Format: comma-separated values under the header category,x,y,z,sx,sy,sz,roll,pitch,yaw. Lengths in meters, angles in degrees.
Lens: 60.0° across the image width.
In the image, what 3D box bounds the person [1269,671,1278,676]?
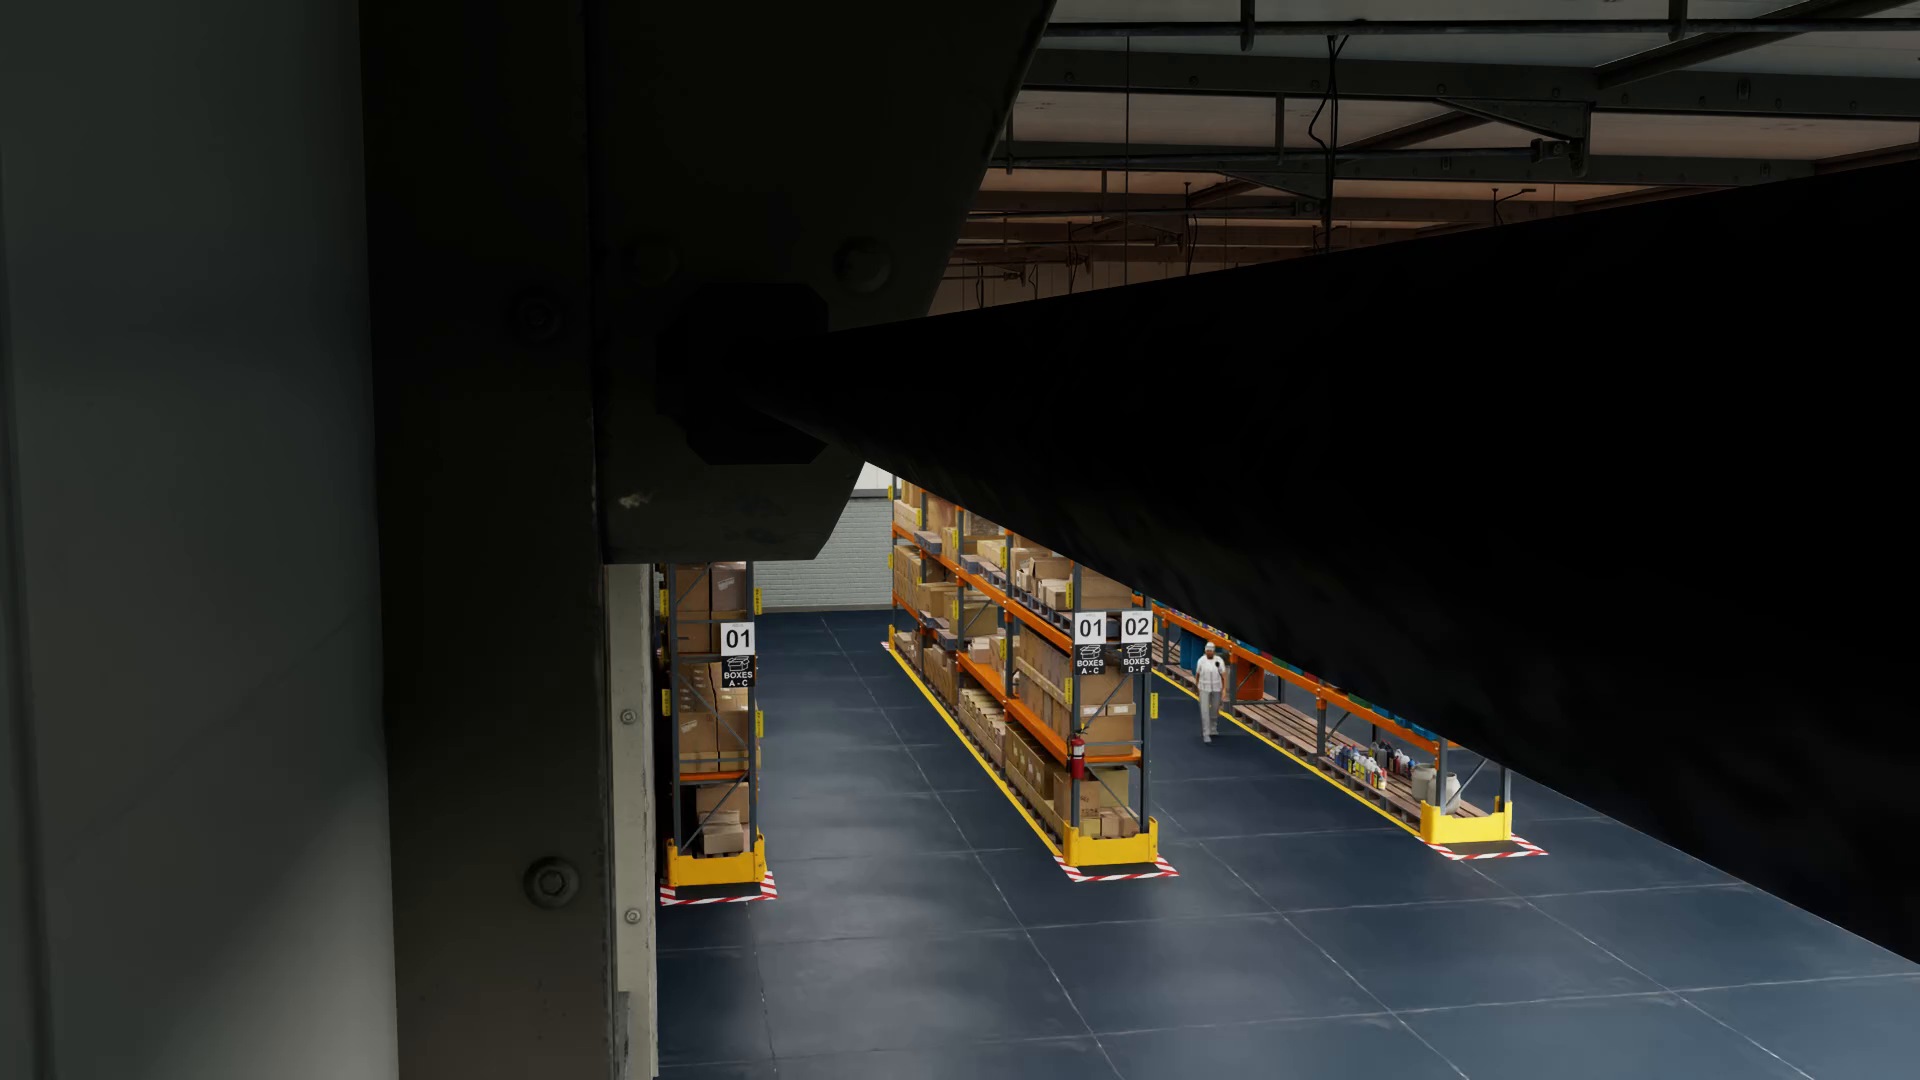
category,x,y,z,sx,sy,sz,roll,pitch,yaw
person,6.136,1.843,33.488,0.614,1.805,0.439,0,6,4

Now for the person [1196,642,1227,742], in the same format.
category,x,y,z,sx,sy,sz,roll,pitch,yaw
person,4.199,2.513,27.716,0.501,1.611,0.931,0,6,3
